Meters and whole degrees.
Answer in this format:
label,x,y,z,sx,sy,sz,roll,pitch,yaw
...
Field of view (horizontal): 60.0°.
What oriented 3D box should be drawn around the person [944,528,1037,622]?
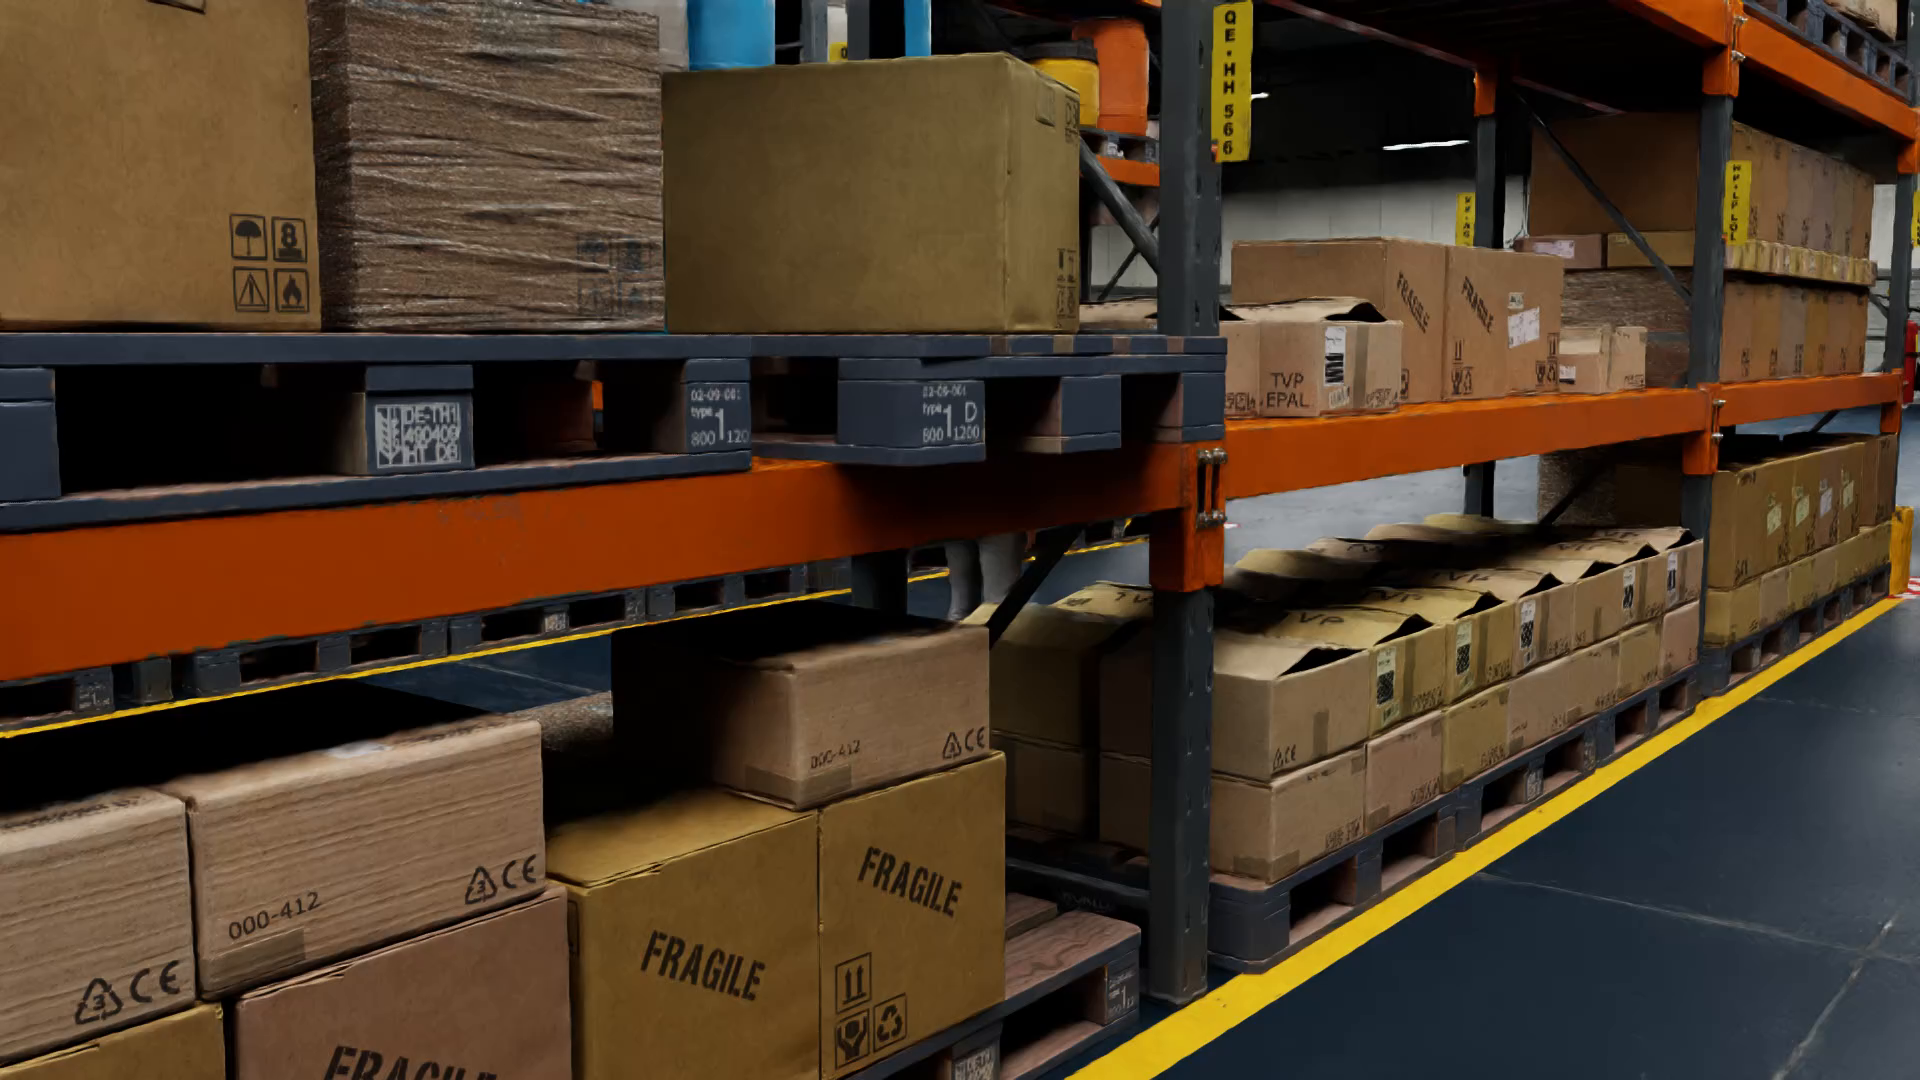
label,x,y,z,sx,sy,sz,roll,pitch,yaw
person,0.078,-0.054,6.434,0.445,1.629,0.348,6,9,40
